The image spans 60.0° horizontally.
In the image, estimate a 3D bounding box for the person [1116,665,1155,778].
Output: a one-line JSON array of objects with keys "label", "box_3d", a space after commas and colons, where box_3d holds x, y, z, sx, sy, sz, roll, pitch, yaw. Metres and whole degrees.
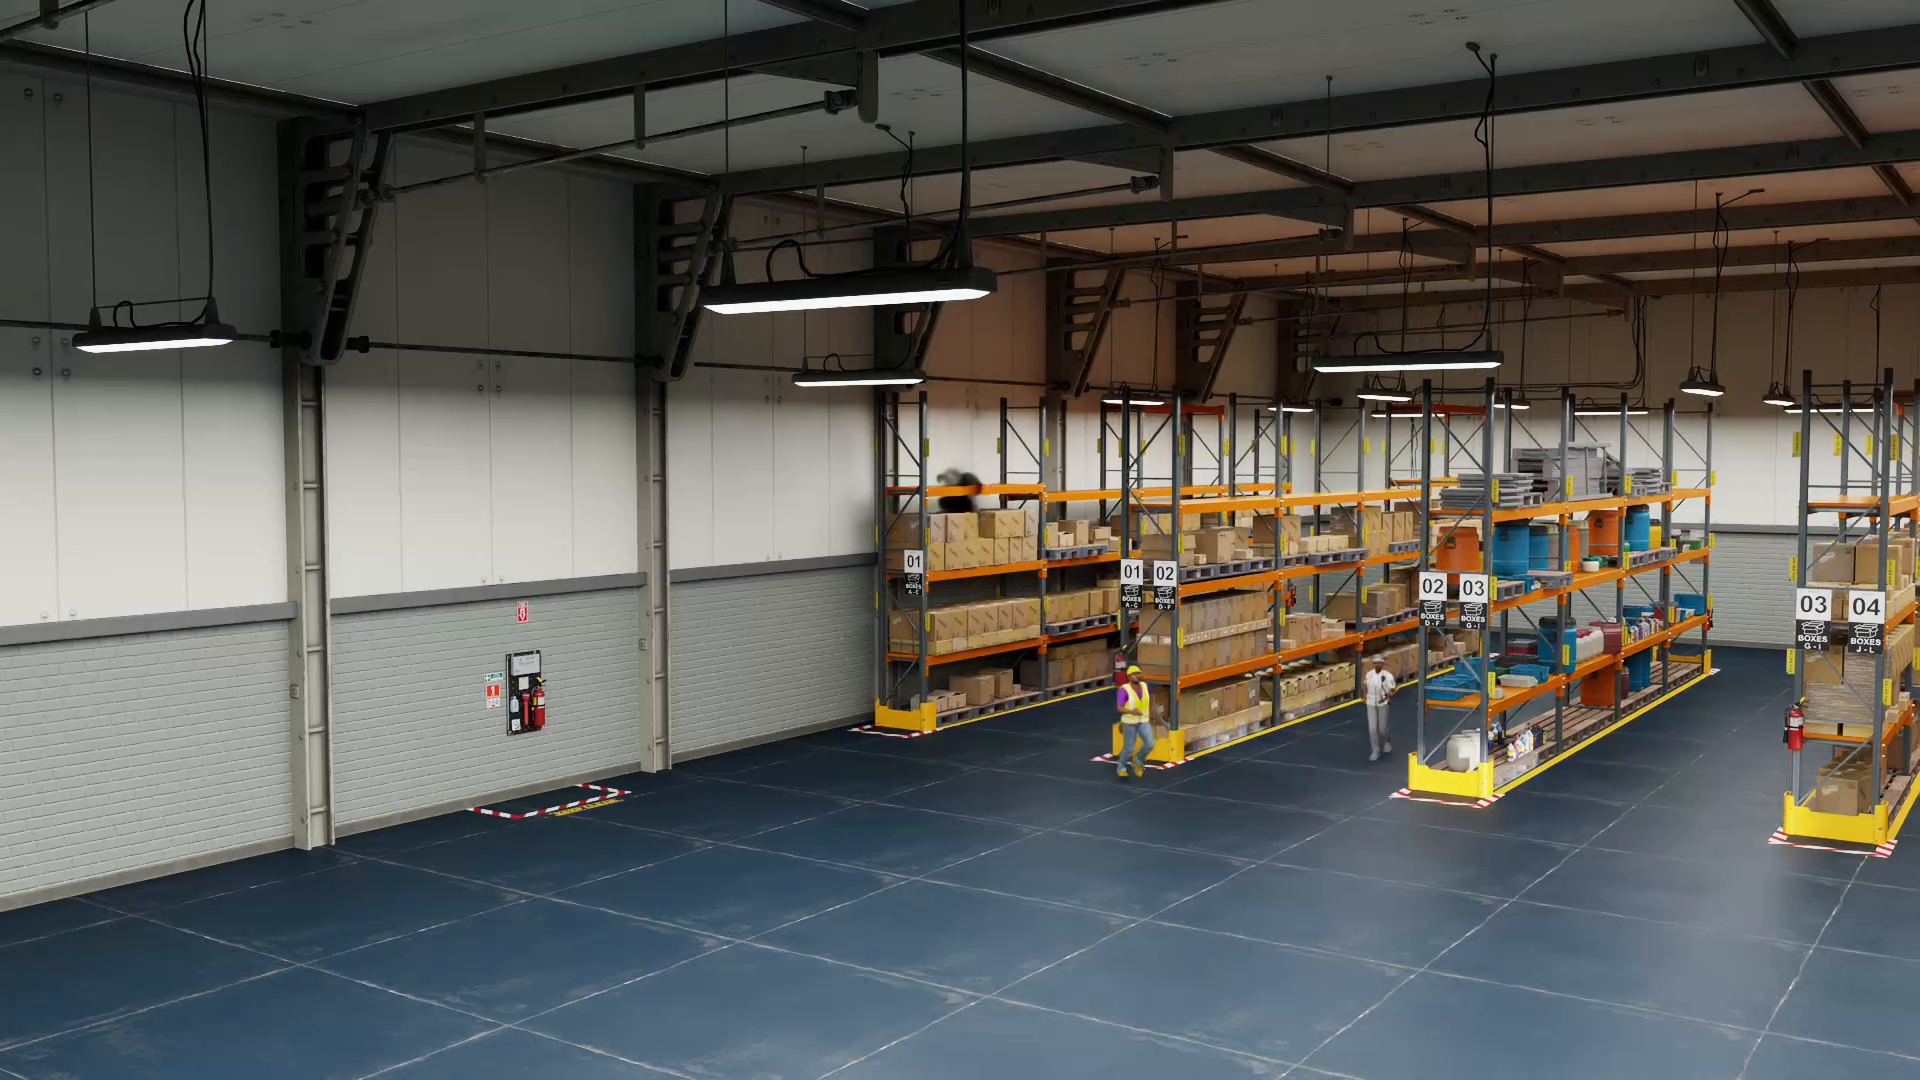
[{"label": "person", "box_3d": [2.653, 2.724, 24.871, 0.719, 1.711, 0.815, -1, 3, -20]}]

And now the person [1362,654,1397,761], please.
[{"label": "person", "box_3d": [6.753, 2.676, 26.847, 0.585, 1.695, 0.705, 2, 4, 29]}]
